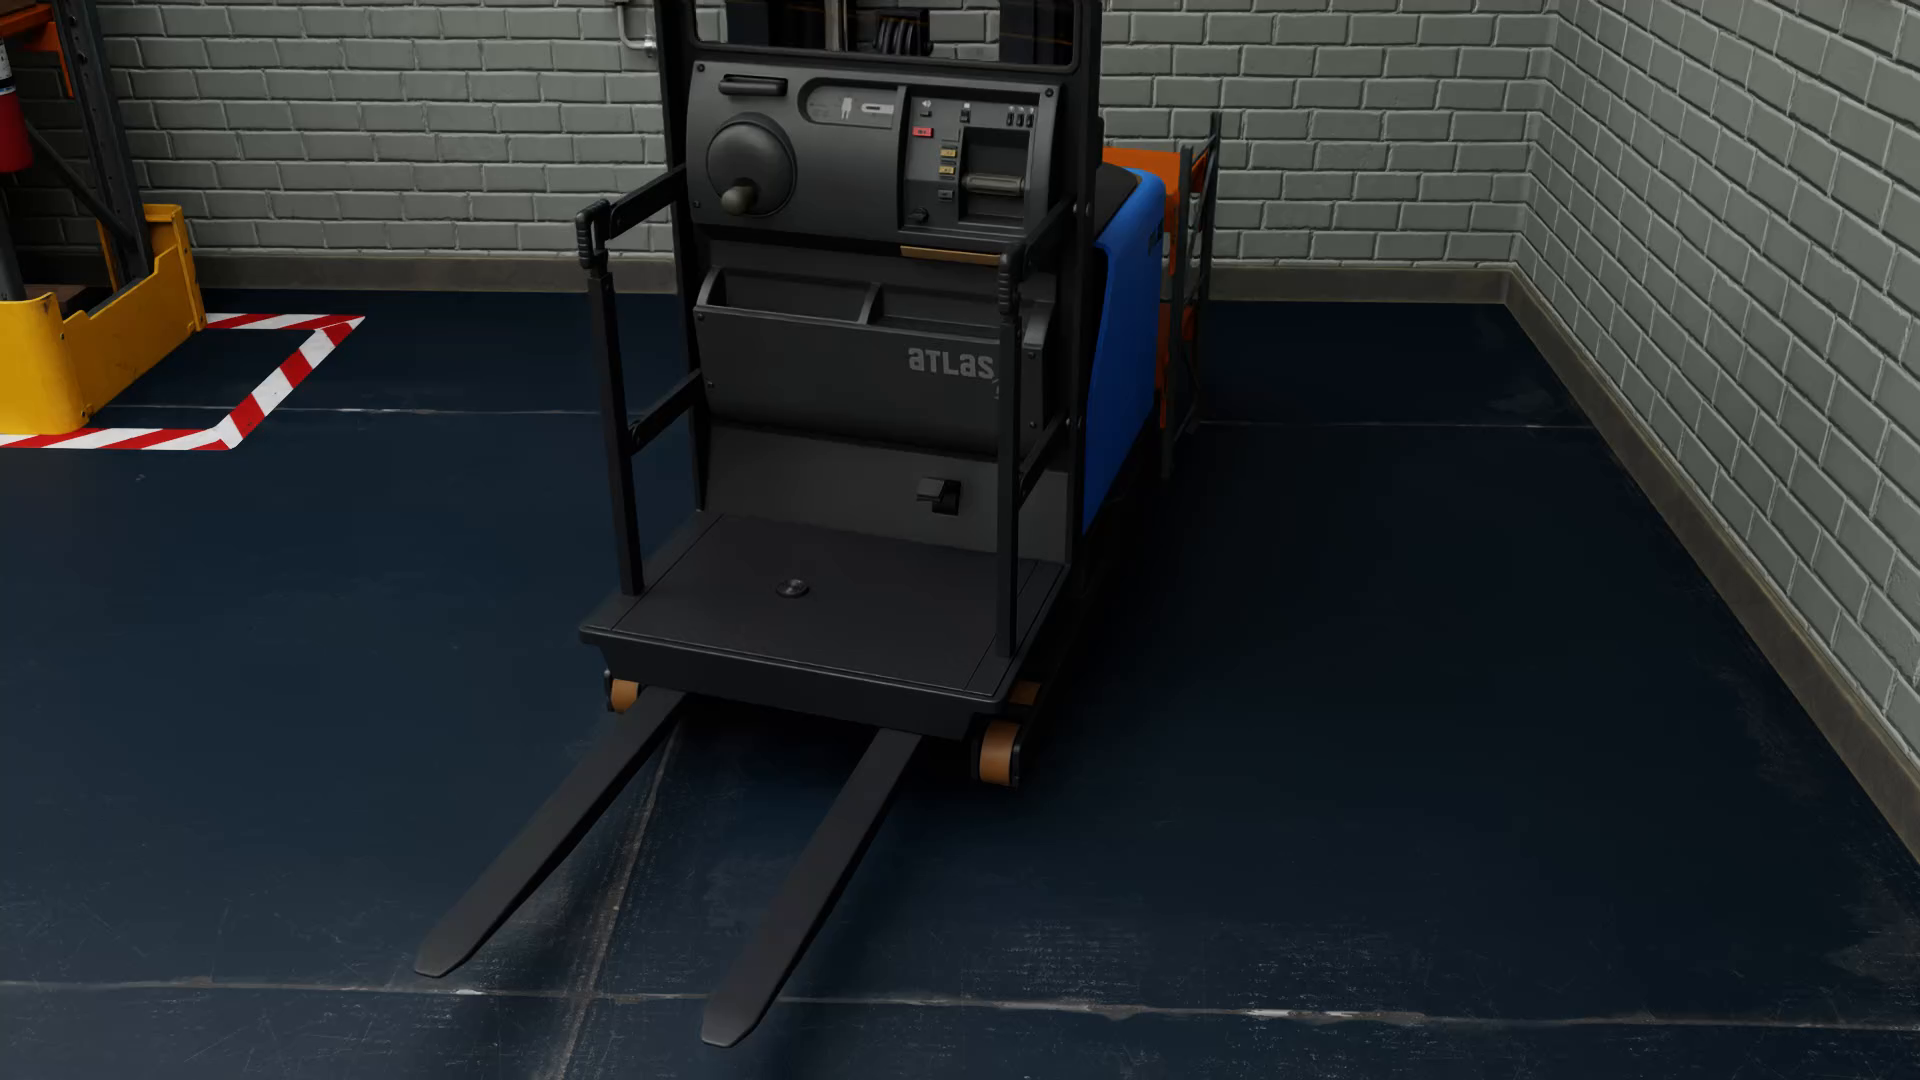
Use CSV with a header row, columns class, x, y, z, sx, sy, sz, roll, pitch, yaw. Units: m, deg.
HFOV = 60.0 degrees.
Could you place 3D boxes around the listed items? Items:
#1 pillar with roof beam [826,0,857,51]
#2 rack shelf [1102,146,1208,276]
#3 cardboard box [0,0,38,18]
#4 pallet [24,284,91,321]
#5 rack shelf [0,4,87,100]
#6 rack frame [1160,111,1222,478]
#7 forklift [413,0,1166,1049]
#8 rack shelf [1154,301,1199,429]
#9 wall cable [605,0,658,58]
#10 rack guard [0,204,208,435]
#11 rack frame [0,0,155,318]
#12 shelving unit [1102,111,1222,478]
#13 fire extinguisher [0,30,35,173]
class,x,y,z,sx,sy,sz,roll,pitch,yaw
pillar with roof beam,-0.779,-2.972,1.249,0.400,9.000,9.100,1,28,2
rack shelf,0.297,-1.157,5.607,1.000,0.278,0.538,9,29,17
cardboard box,-3.866,-2.113,5.713,0.700,0.700,0.980,2,28,4
pallet,-4.158,-0.721,6.385,1.213,0.211,1.003,1,28,2
rack shelf,-5.355,-1.692,6.007,4.000,0.370,1.077,1,28,2
rack frame,0.777,-0.821,5.597,0.032,1.125,0.500,9,29,17
forklift,-0.283,-0.896,3.811,1.130,2.935,3.031,8,29,15
rack shelf,0.297,-0.683,5.859,1.000,0.278,0.538,9,29,17
wall cable,-2.043,-2.847,6.333,1.851,1.984,0.084,1,28,2
rack guard,-3.332,-0.872,6.360,0.348,0.500,1.175,1,28,2
rack frame,-3.356,-1.976,5.776,0.127,3.000,1.000,1,28,2
shelving unit,0.297,-0.899,5.744,1.048,1.125,0.538,9,29,17
fire extinguisher,-3.222,-1.559,5.469,0.183,0.674,0.296,1,28,2
